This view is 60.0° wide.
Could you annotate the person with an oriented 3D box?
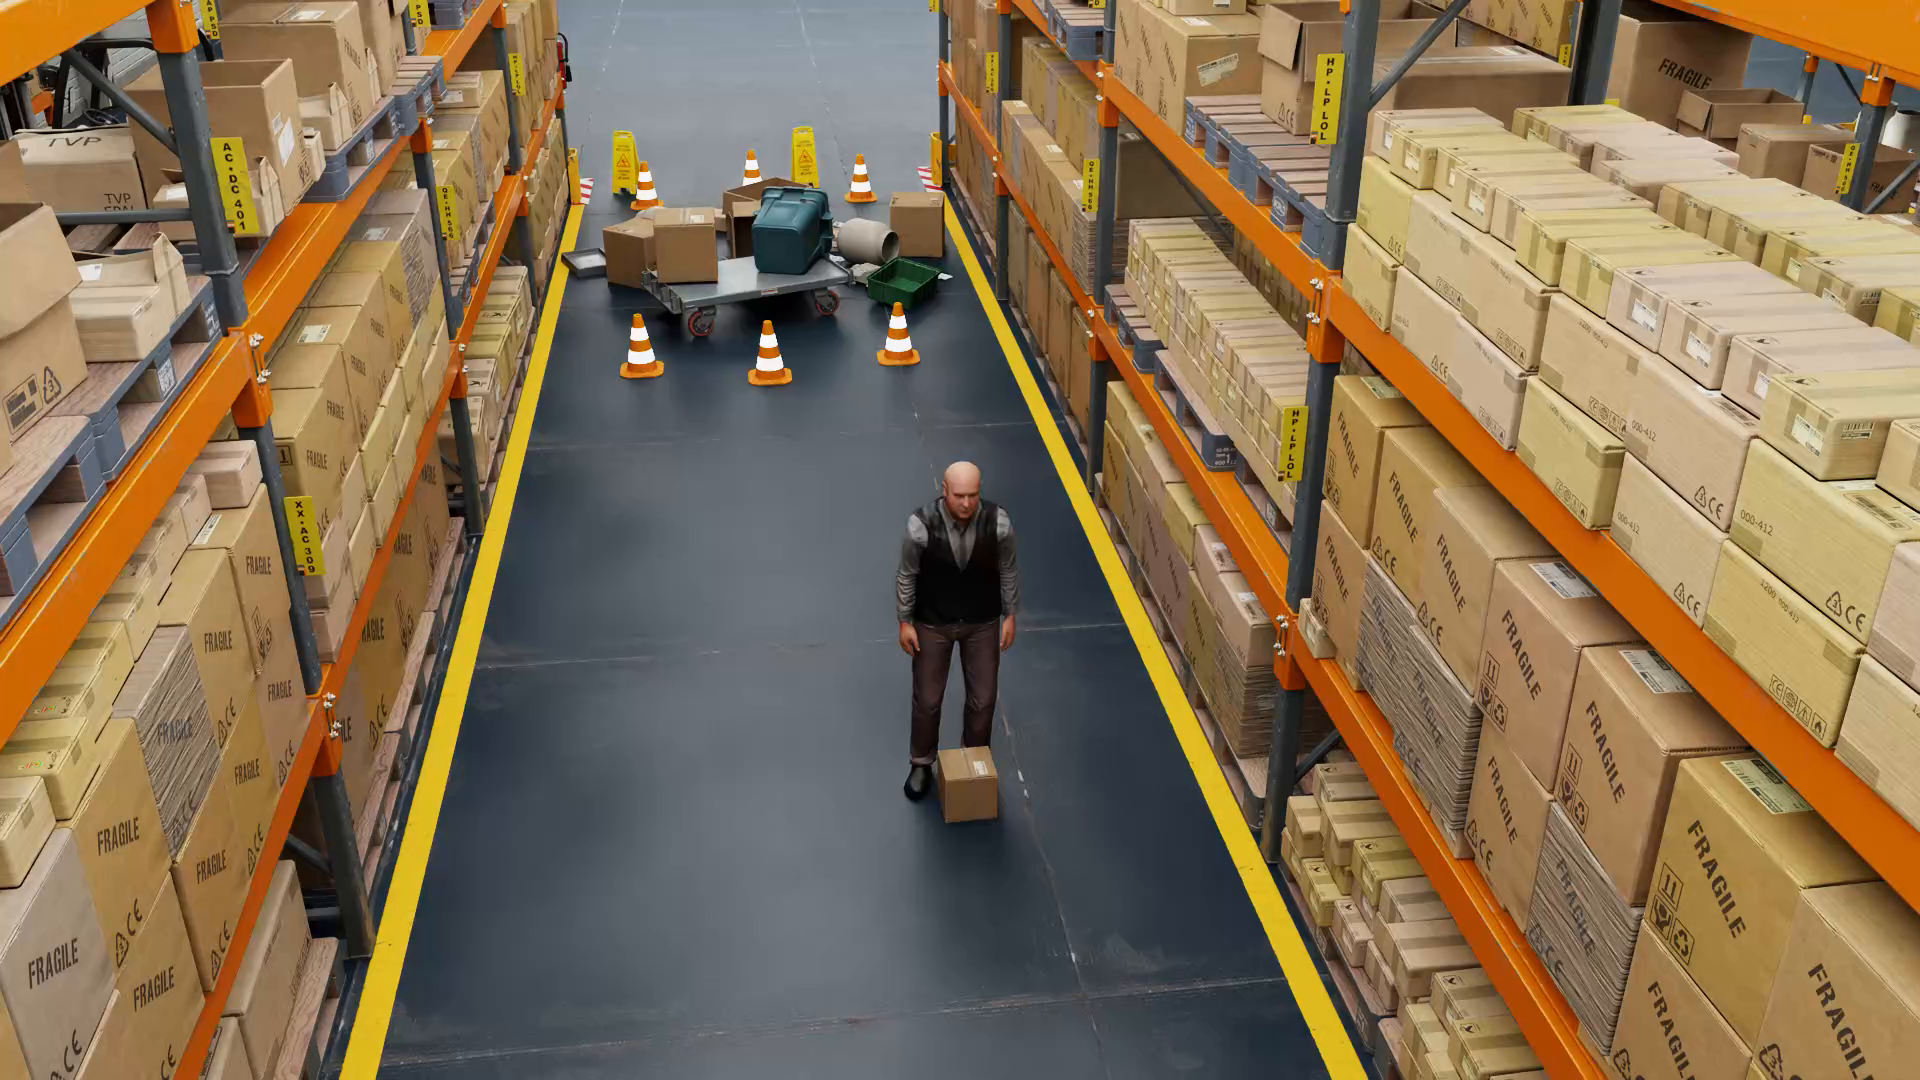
[{"bbox_3d":[-0.011,0.400,7.857,0.580,1.721,0.461,-4,27,-7],"label":"person"}]
